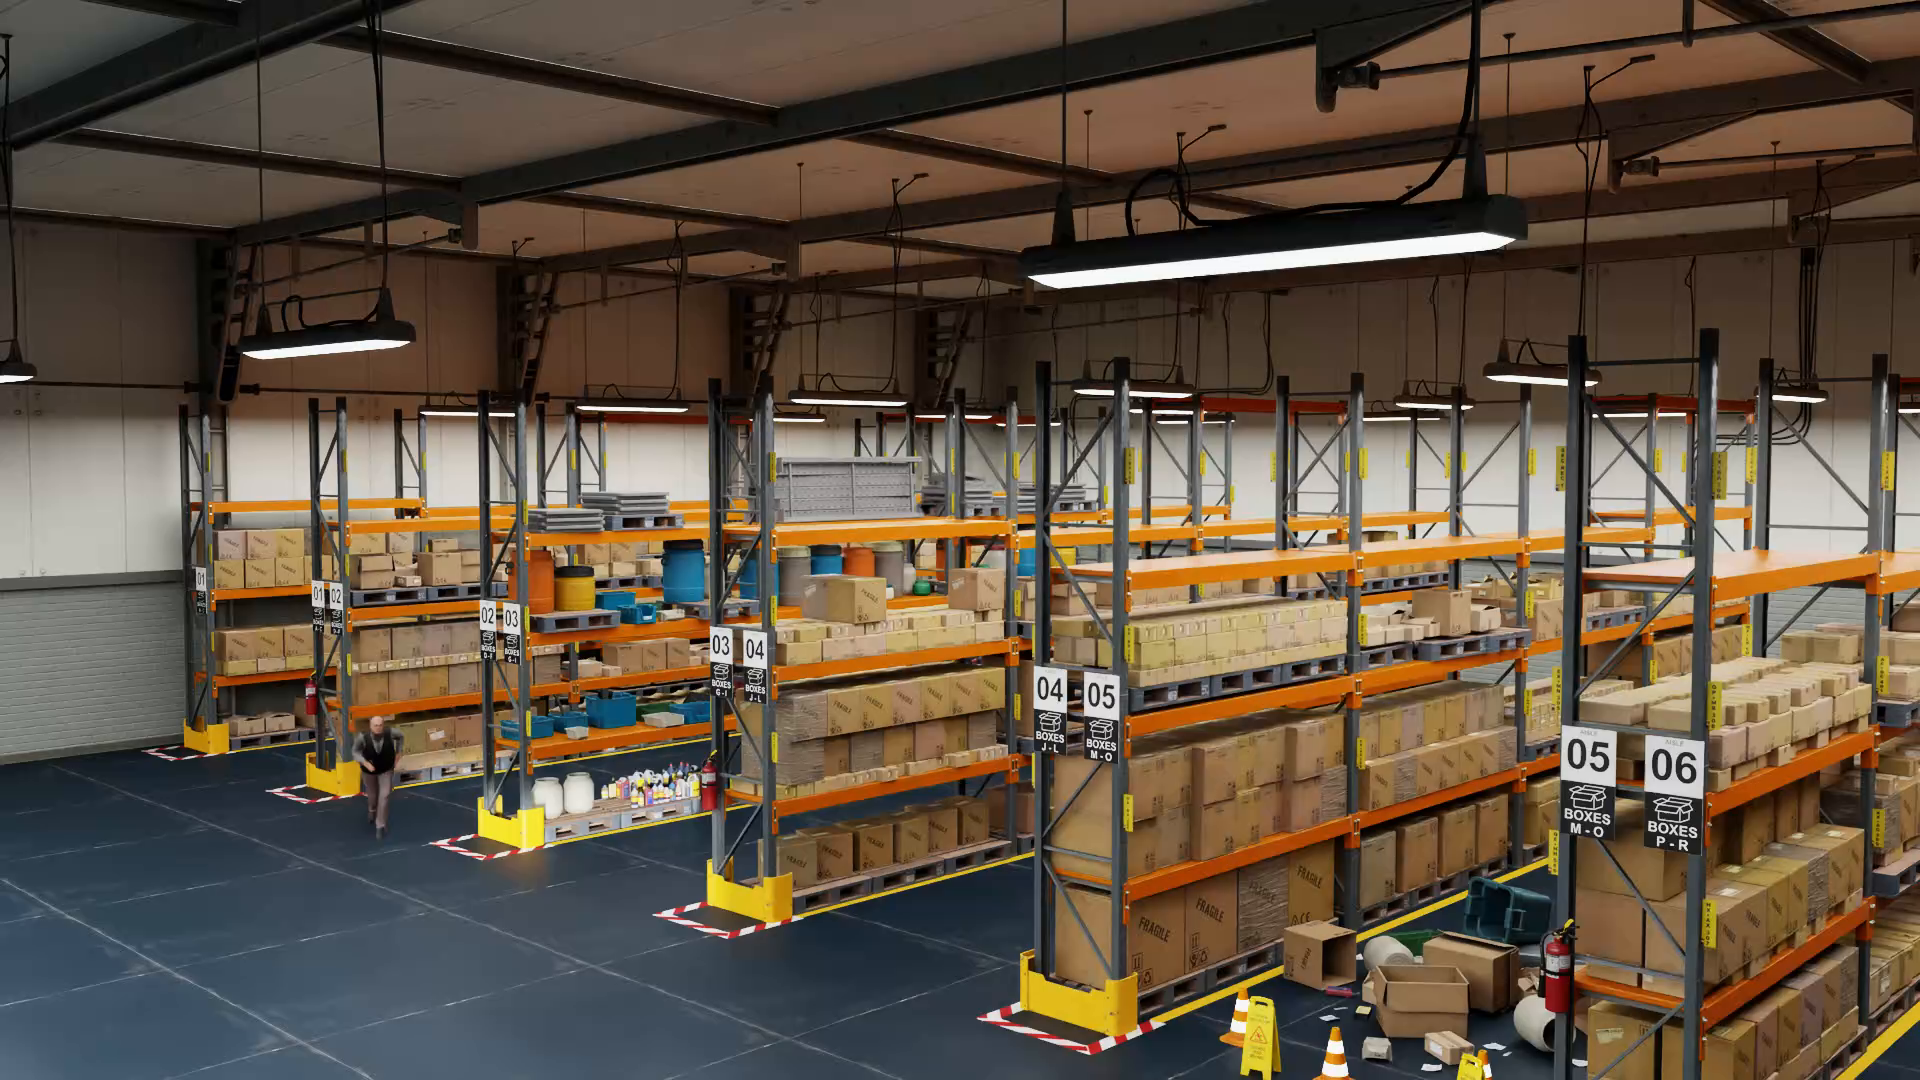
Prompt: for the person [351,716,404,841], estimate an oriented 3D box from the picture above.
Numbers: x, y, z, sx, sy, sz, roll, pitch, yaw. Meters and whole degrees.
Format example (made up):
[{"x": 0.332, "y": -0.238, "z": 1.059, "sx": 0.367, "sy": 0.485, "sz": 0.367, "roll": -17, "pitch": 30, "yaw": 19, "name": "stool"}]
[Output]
[{"x": -7.912, "y": 3.173, "z": 22.582, "sx": 0.697, "sy": 1.682, "sz": 1.007, "roll": -1, "pitch": 3, "yaw": -26, "name": "person"}]
